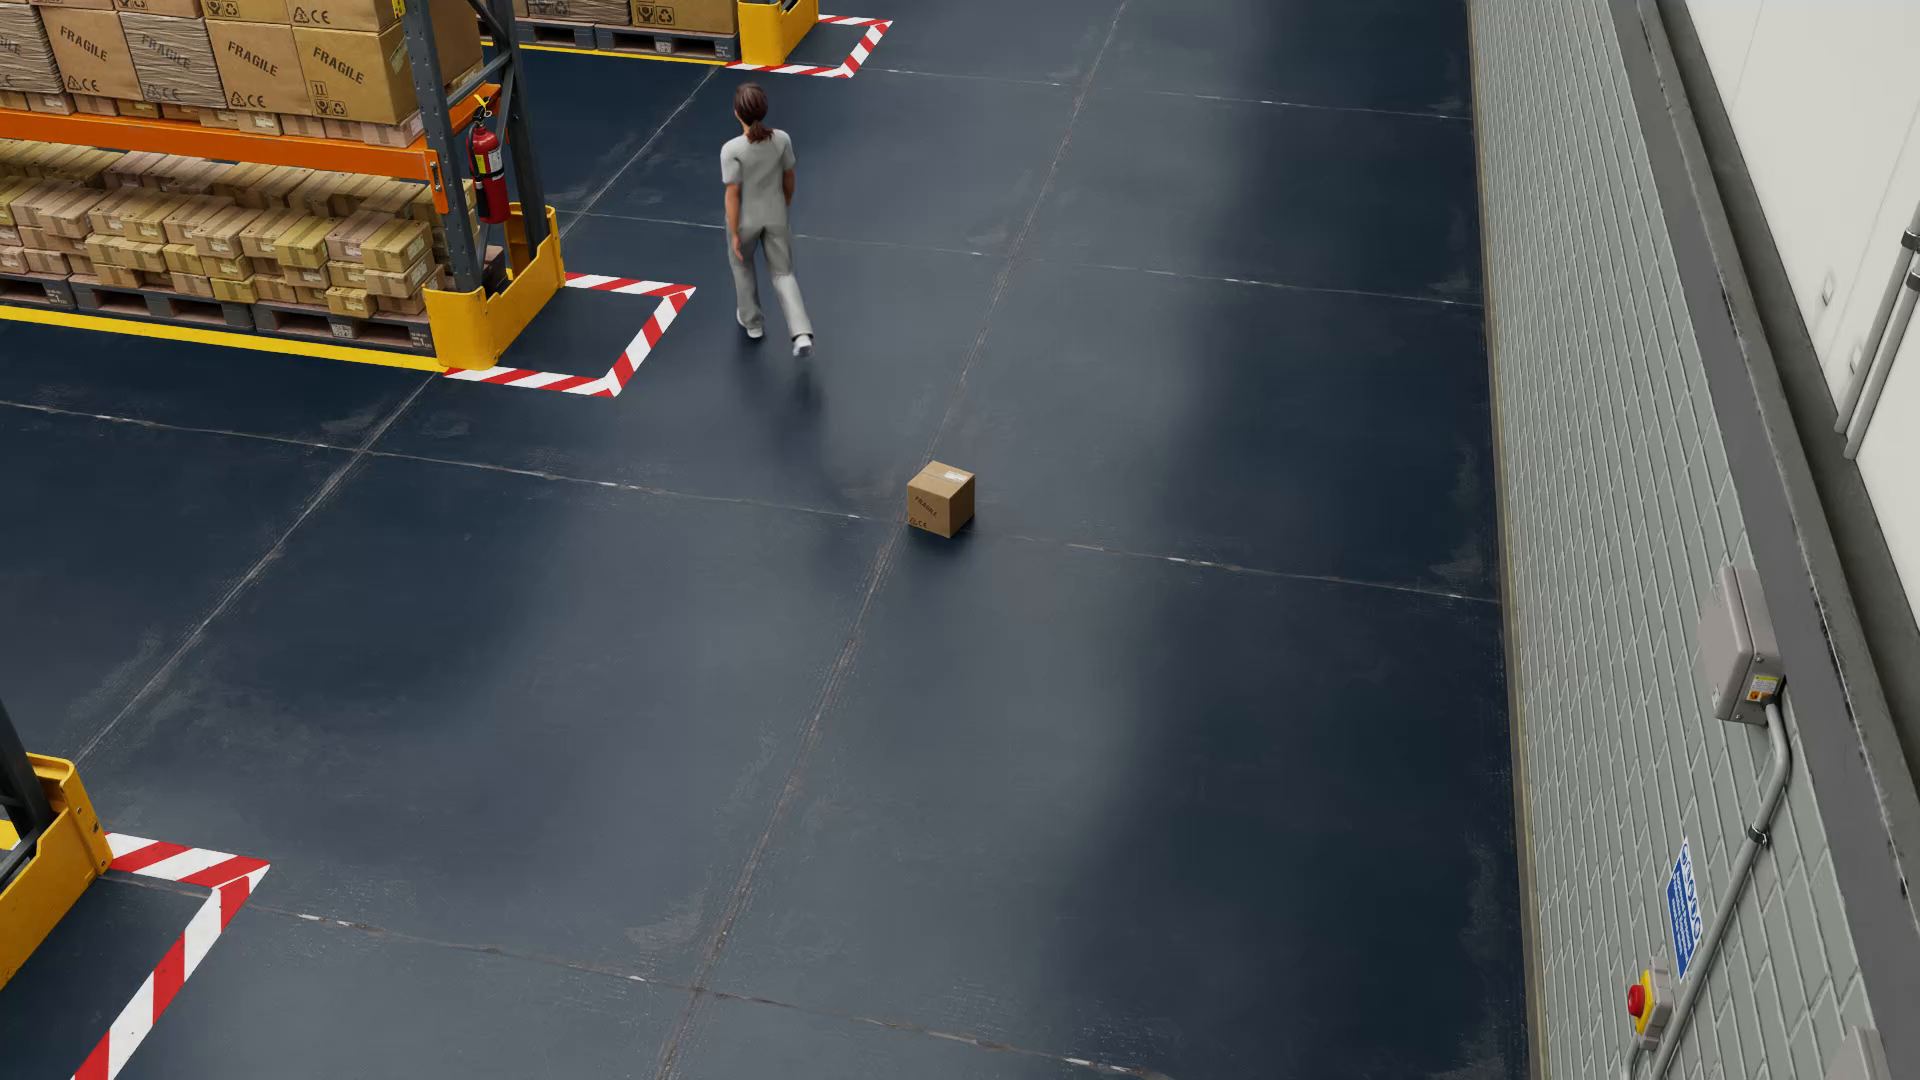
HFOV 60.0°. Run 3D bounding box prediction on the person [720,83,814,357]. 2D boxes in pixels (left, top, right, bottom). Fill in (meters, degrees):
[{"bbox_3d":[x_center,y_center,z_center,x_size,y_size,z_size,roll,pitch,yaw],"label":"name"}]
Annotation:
[{"bbox_3d":[-1.110,-1.787,9.358,0.446,1.628,0.906,-14,39,-18],"label":"person"}]
